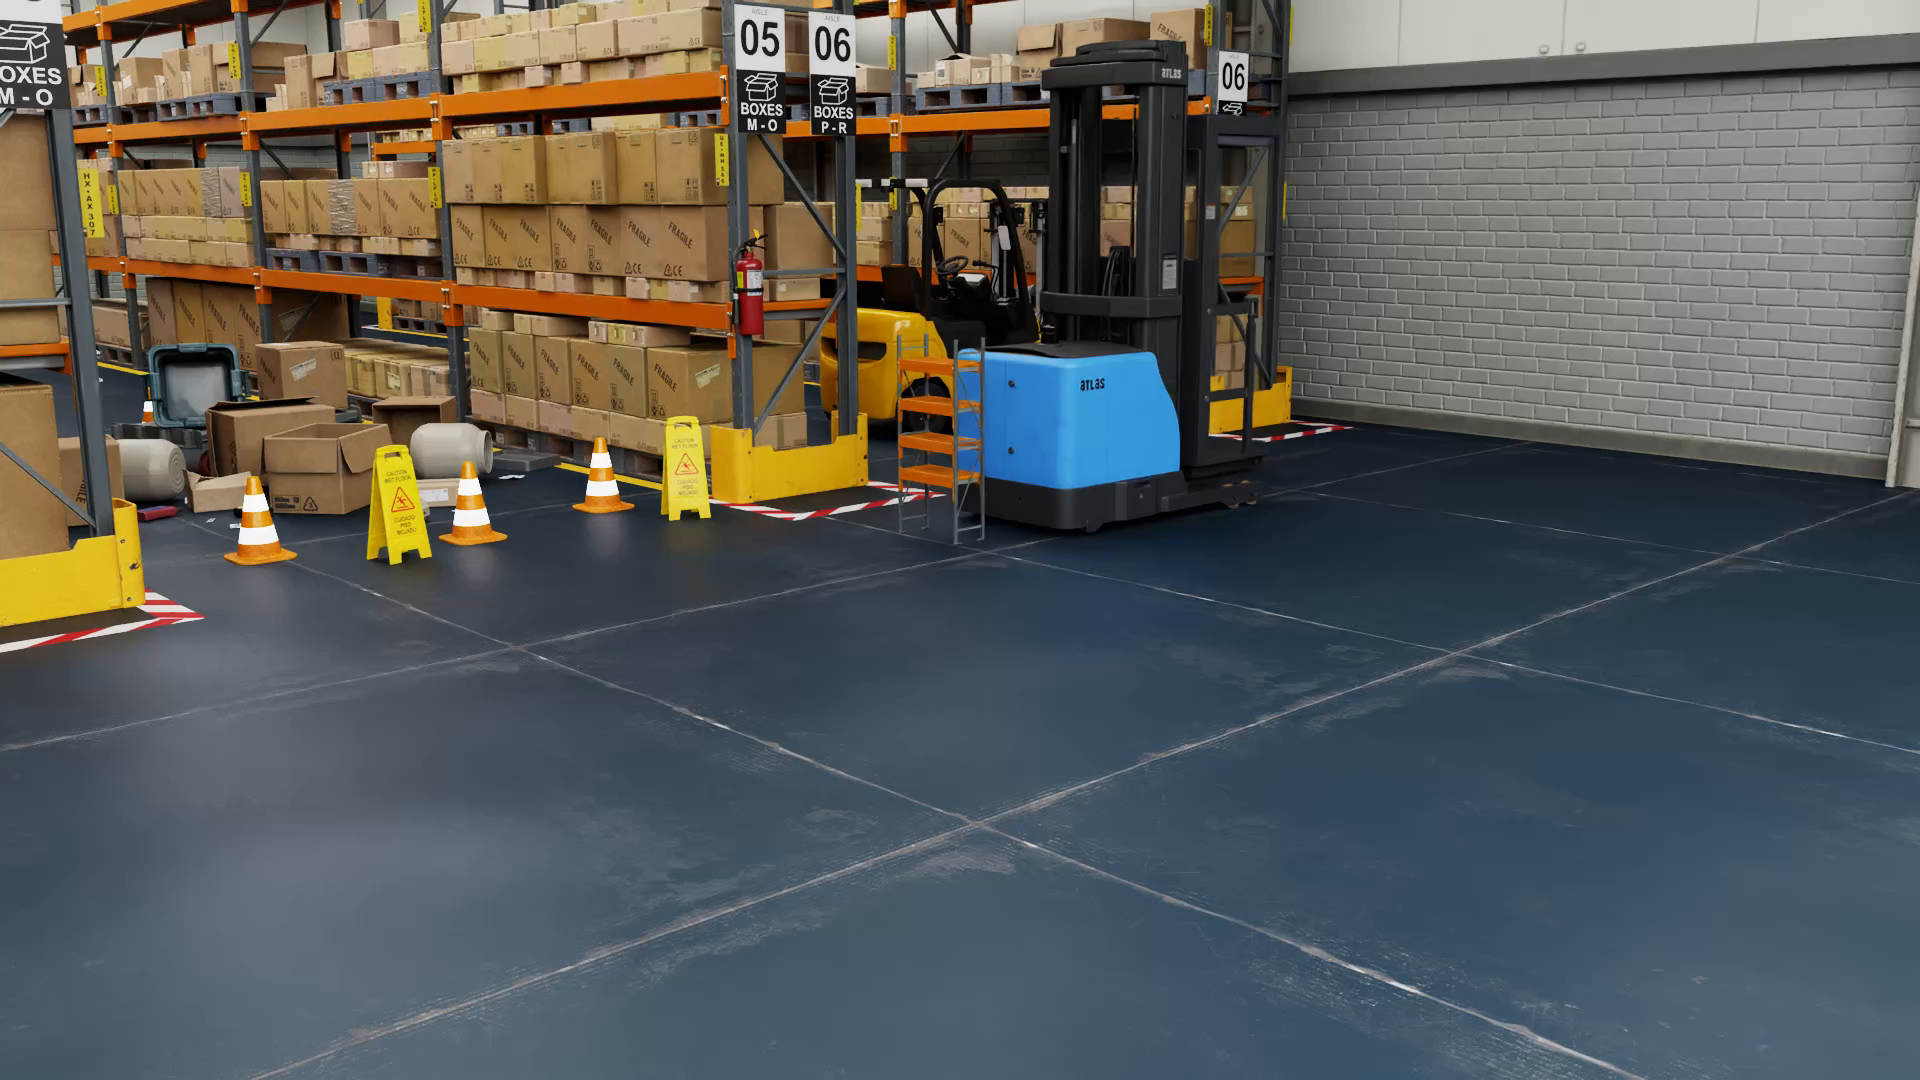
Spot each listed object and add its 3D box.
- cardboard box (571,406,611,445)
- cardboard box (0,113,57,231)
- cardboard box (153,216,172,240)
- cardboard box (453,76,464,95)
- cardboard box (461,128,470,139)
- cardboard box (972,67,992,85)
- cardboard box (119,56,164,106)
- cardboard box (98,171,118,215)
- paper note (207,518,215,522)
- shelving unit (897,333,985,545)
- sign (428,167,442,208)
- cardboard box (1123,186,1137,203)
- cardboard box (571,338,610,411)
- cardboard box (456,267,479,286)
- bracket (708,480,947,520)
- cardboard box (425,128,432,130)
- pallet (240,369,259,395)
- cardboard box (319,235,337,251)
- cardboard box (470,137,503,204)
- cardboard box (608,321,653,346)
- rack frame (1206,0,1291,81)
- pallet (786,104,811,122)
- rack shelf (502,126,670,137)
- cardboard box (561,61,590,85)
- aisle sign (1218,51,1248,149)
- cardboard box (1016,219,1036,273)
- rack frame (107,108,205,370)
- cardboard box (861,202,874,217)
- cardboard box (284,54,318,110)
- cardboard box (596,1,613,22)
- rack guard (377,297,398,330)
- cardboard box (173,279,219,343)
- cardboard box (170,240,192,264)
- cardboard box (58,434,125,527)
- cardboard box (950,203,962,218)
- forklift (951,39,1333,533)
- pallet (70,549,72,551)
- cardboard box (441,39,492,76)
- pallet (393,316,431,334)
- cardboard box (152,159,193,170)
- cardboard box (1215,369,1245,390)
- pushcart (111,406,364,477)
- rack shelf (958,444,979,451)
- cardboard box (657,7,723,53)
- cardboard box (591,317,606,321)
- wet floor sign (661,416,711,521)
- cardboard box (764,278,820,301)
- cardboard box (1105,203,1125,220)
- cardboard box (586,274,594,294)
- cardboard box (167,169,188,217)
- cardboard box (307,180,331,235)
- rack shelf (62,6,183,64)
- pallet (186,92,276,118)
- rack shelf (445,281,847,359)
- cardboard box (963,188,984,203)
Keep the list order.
[{"bbox_3d":[-2.586,-0.890,12.573,0.500,0.250,0.500,11,16,43],"label":"cardboard box"},{"bbox_3d":[-4.854,-1.756,7.954,0.875,0.550,0.550,-11,16,-43],"label":"cardboard box"},{"bbox_3d":[-8.593,-3.468,18.445,0.500,0.250,0.500,-11,16,-42],"label":"cardboard box"},{"bbox_3d":[-3.839,-3.648,13.374,0.380,0.149,0.250,-11,16,-43],"label":"cardboard box"},{"bbox_3d":[-6.789,-5.713,23.395,0.380,0.149,0.250,-11,16,-43],"label":"cardboard box"},{"bbox_3d":[0.331,-4.456,16.004,0.380,0.149,0.250,-10,15,-41],"label":"cardboard box"},{"bbox_3d":[-9.003,-5.105,18.533,0.500,0.500,0.500,-11,16,-44],"label":"cardboard box"},{"bbox_3d":[-9.928,-4.119,19.746,0.500,0.500,0.500,-11,16,-43],"label":"cardboard box"},{"bbox_3d":[-4.725,-0.124,10.490,0.032,0.001,0.123,-3,12,-13],"label":"paper note"},{"bbox_3d":[-0.114,-0.612,9.908,0.258,1.200,0.503,-11,16,-43],"label":"shelving unit"},{"bbox_3d":[-4.277,-2.872,13.547,0.100,0.325,0.005,-11,16,-43],"label":"sign"},{"bbox_3d":[1.679,-3.092,14.895,0.380,0.149,0.250,-10,16,-41],"label":"cardboard box"},{"bbox_3d":[-2.564,-1.256,12.489,0.500,0.500,0.500,11,16,44],"label":"cardboard box"},{"bbox_3d":[-3.892,-2.169,13.627,0.380,0.149,0.250,-11,16,-43],"label":"cardboard box"},{"bbox_3d":[-0.936,-0.294,11.340,1.378,0.001,1.079,-11,16,-43],"label":"bracket"},{"bbox_3d":[-7.384,-6.045,24.018,0.500,0.250,0.500,-11,16,-43],"label":"cardboard box"},{"bbox_3d":[-7.130,-1.726,17.766,1.003,0.211,1.213,-11,16,-43],"label":"pallet"},{"bbox_3d":[-5.826,-2.816,15.728,0.380,0.149,0.250,-10,15,-39],"label":"cardboard box"},{"bbox_3d":[-3.394,-2.895,13.066,0.700,0.500,0.500,-11,16,-42],"label":"cardboard box"},{"bbox_3d":[-2.331,-1.505,12.088,0.380,0.149,0.250,-11,16,-42],"label":"cardboard box"},{"bbox_3d":[2.472,-5.429,13.963,1.000,3.000,0.127,-11,16,-43],"label":"rack frame"},{"bbox_3d":[-1.745,-4.786,18.741,1.003,0.211,1.213,-10,15,-40],"label":"pallet"},{"bbox_3d":[-4.434,-5.067,21.422,1.077,0.370,4.000,-11,16,-43],"label":"rack shelf"},{"bbox_3d":[-2.657,-3.376,12.053,0.380,0.149,0.250,-11,16,-43],"label":"cardboard box"},{"bbox_3d":[2.305,-3.714,14.061,0.394,0.787,0.004,-11,16,-43],"label":"aisle sign"},{"bbox_3d":[0.882,-2.799,15.815,0.500,0.500,0.500,-11,16,-42],"label":"cardboard box"},{"bbox_3d":[-9.402,-3.550,19.709,1.000,3.000,0.127,-11,16,-43],"label":"rack frame"},{"bbox_3d":[-0.878,-3.495,17.589,0.380,0.149,0.250,-11,16,-43],"label":"cardboard box"},{"bbox_3d":[-5.993,-4.345,15.885,0.700,0.500,0.500,-11,16,-43],"label":"cardboard box"},{"bbox_3d":[-2.366,-3.744,11.863,0.250,0.149,0.380,11,16,44],"label":"cardboard box"},{"bbox_3d":[-8.525,-3.591,26.101,1.175,0.500,0.348,-11,16,-43],"label":"rack guard"},{"bbox_3d":[-8.287,-2.505,18.861,0.875,0.875,0.875,-10,15,-41],"label":"cardboard box"},{"bbox_3d":[-8.250,-3.149,18.134,0.500,0.250,0.500,-11,16,-43],"label":"cardboard box"},{"bbox_3d":[-5.574,-0.371,10.469,0.500,0.500,0.500,-8,14,-33],"label":"cardboard box"},{"bbox_3d":[0.120,-3.287,16.575,0.380,0.149,0.250,-11,16,-43],"label":"cardboard box"},{"bbox_3d":[1.361,-1.705,10.924,3.031,2.935,1.130,-11,16,-42],"label":"forklift"},{"bbox_3d":[-5.234,0.166,8.584,1.003,0.211,1.213,-11,16,-43],"label":"pallet"},{"bbox_3d":[-3.772,-3.822,13.228,0.500,0.250,0.500,-11,16,-44],"label":"cardboard box"},{"bbox_3d":[-8.841,-1.349,15.935,15.839,0.211,14.238,-11,16,-43],"label":"pallet"},{"bbox_3d":[-9.433,-4.489,19.932,0.380,0.149,0.250,-11,16,-43],"label":"cardboard box"},{"bbox_3d":[2.274,-1.449,15.284,0.500,0.250,0.500,-11,16,-42],"label":"cardboard box"},{"bbox_3d":[-5.492,-0.773,12.729,0.936,0.377,1.648,6,13,26],"label":"pushcart"},{"bbox_3d":[-0.114,-0.574,9.915,0.199,0.029,0.442,-11,16,-43],"label":"rack shelf"},{"bbox_3d":[-1.664,-3.377,11.071,0.500,0.250,0.500,-11,16,-43],"label":"cardboard box"},{"bbox_3d":[-4.574,-2.895,21.685,0.500,0.500,0.500,11,16,43],"label":"cardboard box"},{"bbox_3d":[-1.758,-0.469,10.588,0.267,0.644,0.232,-5,13,-23],"label":"wet floor sign"},{"bbox_3d":[-1.200,-1.754,11.615,0.380,0.149,0.250,-11,16,-42],"label":"cardboard box"},{"bbox_3d":[1.534,-2.987,15.118,0.380,0.149,0.250,-11,16,-43],"label":"cardboard box"},{"bbox_3d":[-2.570,-1.926,12.450,0.380,0.149,0.250,-11,16,-43],"label":"cardboard box"},{"bbox_3d":[-8.229,-3.766,18.031,0.500,0.500,0.500,-11,16,-43],"label":"cardboard box"},{"bbox_3d":[-5.760,-3.117,15.582,0.500,0.500,0.500,-11,16,-42],"label":"cardboard box"},{"bbox_3d":[-10.783,-6.232,20.633,1.077,0.370,4.000,-11,16,-43],"label":"rack shelf"},{"bbox_3d":[-7.123,-4.429,17.012,1.213,0.211,1.003,-10,15,-40],"label":"pallet"},{"bbox_3d":[-2.497,-1.738,12.698,1.077,0.370,4.000,-11,16,-43],"label":"rack shelf"},{"bbox_3d":[0.247,-3.386,16.319,0.380,0.149,0.250,-10,16,-41],"label":"cardboard box"}]
